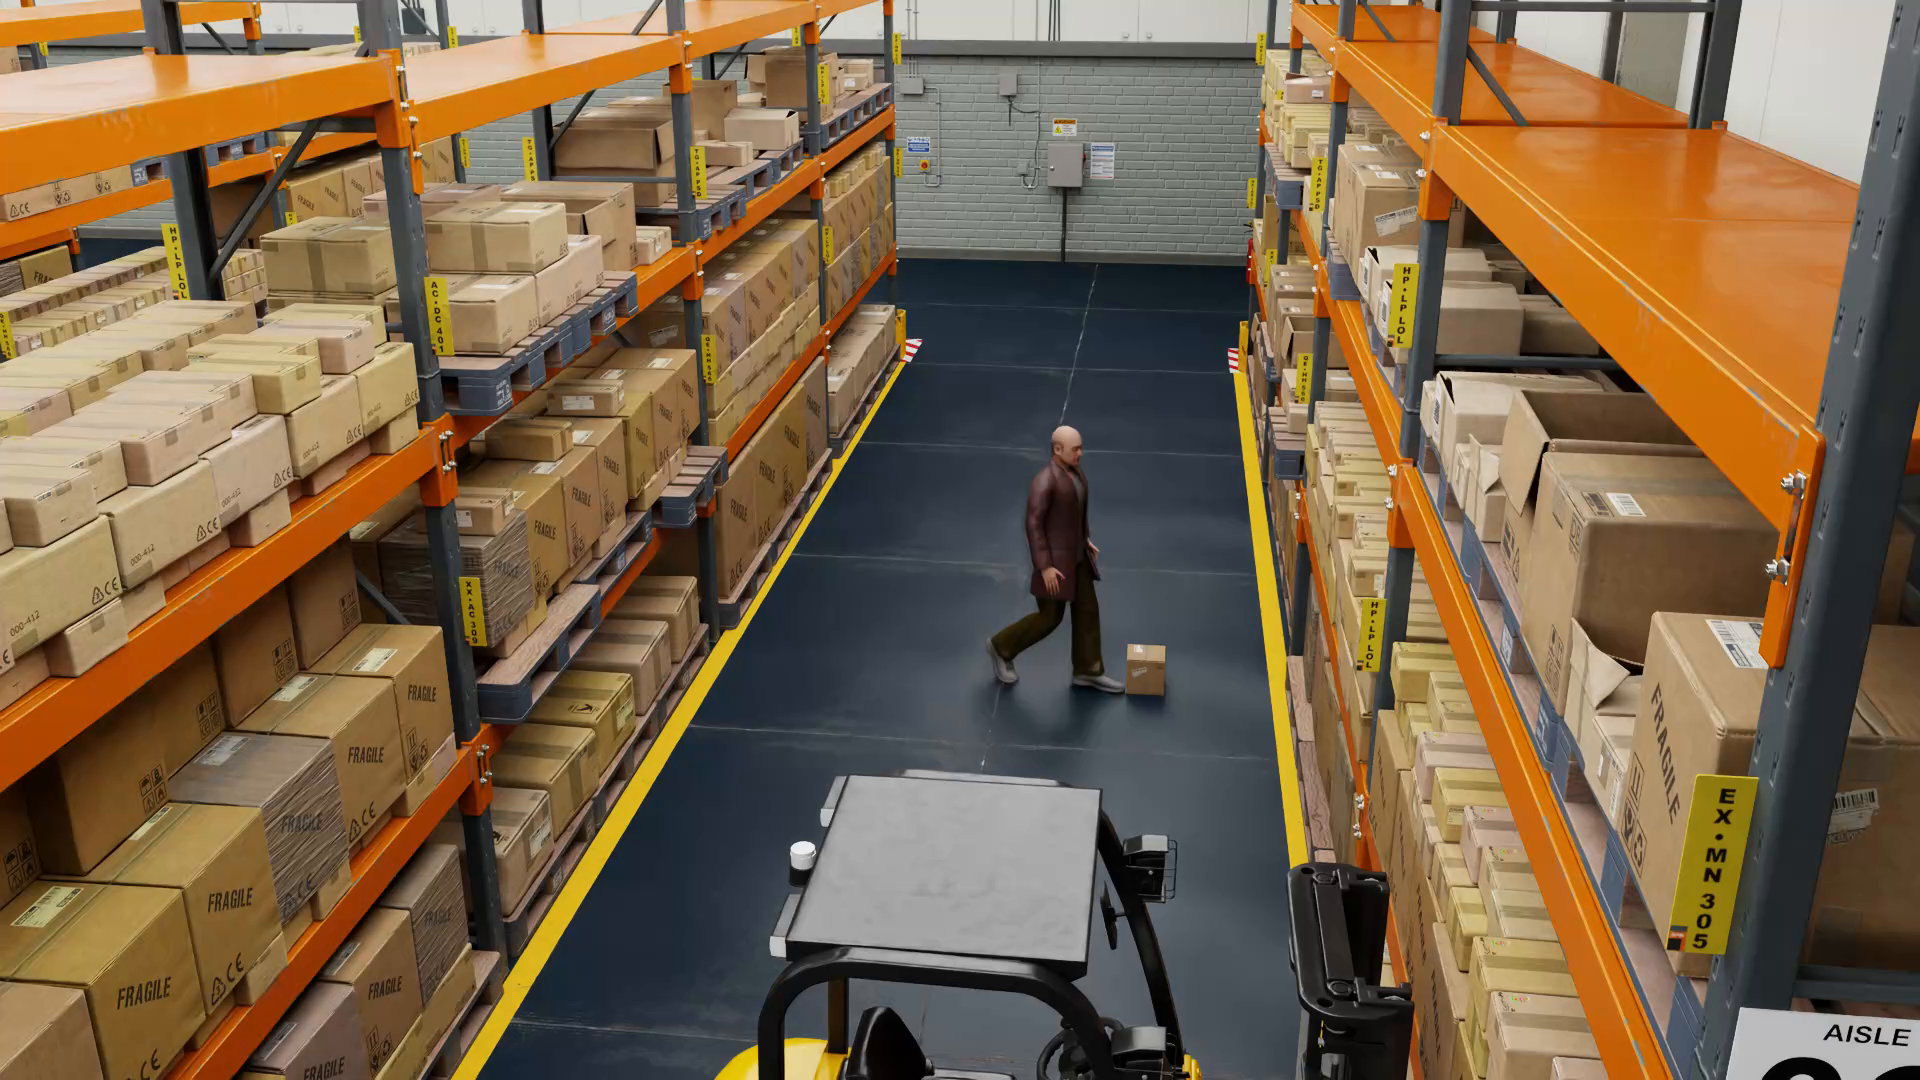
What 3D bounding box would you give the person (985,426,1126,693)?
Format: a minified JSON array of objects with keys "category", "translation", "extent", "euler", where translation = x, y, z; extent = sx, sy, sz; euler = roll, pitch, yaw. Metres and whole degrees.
[{"category":"person","translation":[0.665,0.121,10.822],"extent":[0.942,1.764,0.714],"euler":[11,24,27]}]
